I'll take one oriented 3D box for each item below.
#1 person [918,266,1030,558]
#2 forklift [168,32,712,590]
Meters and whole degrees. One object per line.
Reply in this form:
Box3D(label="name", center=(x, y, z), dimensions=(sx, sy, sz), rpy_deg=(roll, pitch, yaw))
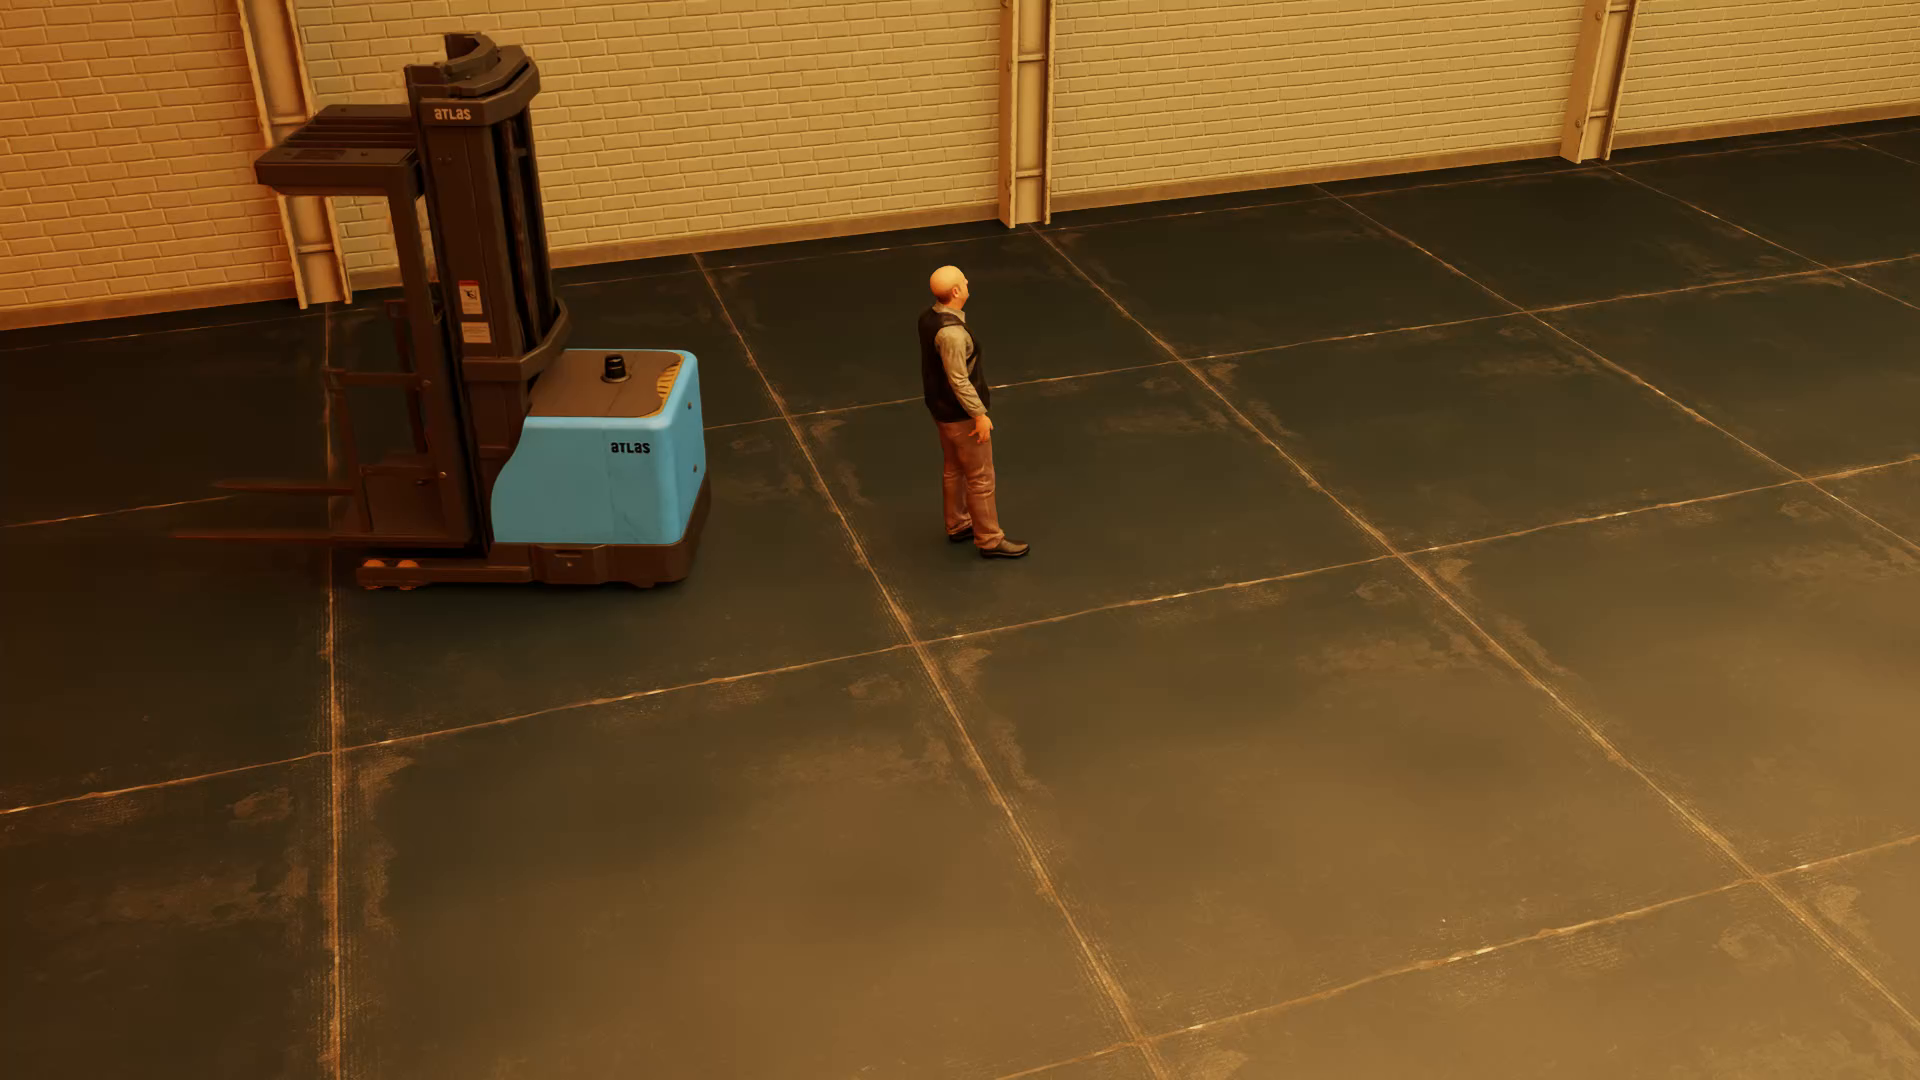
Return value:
Box3D(label="person", center=(0.061, -0.758, 9.603), dimensions=(0.568, 1.720, 0.632), rpy_deg=(-10, 31, -16))
Box3D(label="forklift", center=(-3.062, -1.248, 9.256), dimensions=(3.031, 2.935, 1.130), rpy_deg=(1, 30, 1))
